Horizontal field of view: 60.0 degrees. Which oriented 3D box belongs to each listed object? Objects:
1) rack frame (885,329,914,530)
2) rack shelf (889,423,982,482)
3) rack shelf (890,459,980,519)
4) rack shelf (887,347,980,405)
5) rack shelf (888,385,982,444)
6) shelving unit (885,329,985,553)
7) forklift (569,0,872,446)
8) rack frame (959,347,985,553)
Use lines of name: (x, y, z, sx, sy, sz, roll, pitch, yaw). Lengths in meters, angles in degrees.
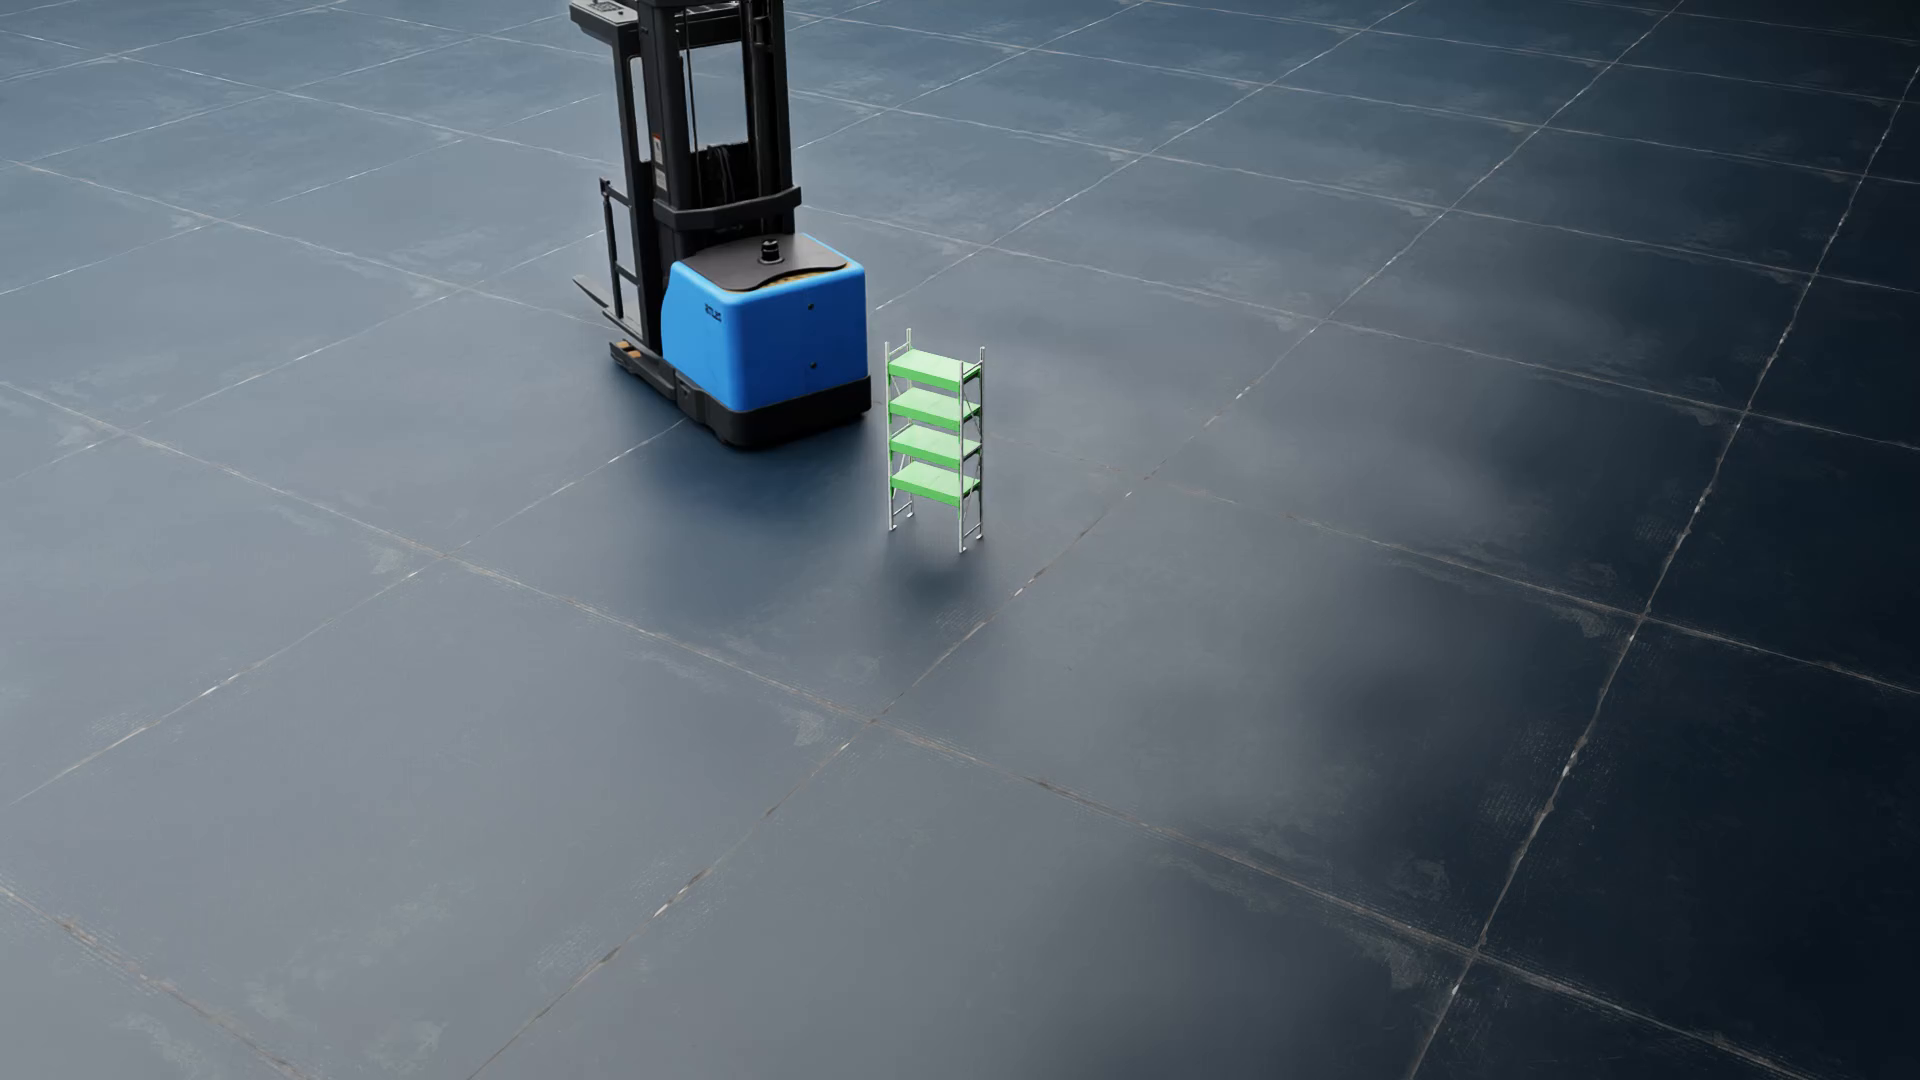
rack frame: (-0.347, -0.628, 9.636, 0.015, 1.200, 0.240, 18, 35, 27)
rack shelf: (-0.140, -0.507, 9.556, 0.480, 0.148, 0.258, 18, 35, 27)
rack shelf: (-0.140, -0.300, 9.677, 0.480, 0.148, 0.258, 18, 35, 27)
rack shelf: (-0.140, -0.922, 9.314, 0.480, 0.148, 0.258, 18, 35, 27)
rack shelf: (-0.140, -0.715, 9.435, 0.480, 0.148, 0.258, 18, 35, 27)
shelving unit: (-0.140, -0.563, 9.524, 0.503, 1.200, 0.258, 18, 35, 27)
forklift: (-1.843, -2.562, 11.233, 1.130, 2.935, 3.031, -19, 35, -29)
rack frame: (0.066, -0.497, 9.412, 0.015, 1.200, 0.240, 18, 35, 27)
